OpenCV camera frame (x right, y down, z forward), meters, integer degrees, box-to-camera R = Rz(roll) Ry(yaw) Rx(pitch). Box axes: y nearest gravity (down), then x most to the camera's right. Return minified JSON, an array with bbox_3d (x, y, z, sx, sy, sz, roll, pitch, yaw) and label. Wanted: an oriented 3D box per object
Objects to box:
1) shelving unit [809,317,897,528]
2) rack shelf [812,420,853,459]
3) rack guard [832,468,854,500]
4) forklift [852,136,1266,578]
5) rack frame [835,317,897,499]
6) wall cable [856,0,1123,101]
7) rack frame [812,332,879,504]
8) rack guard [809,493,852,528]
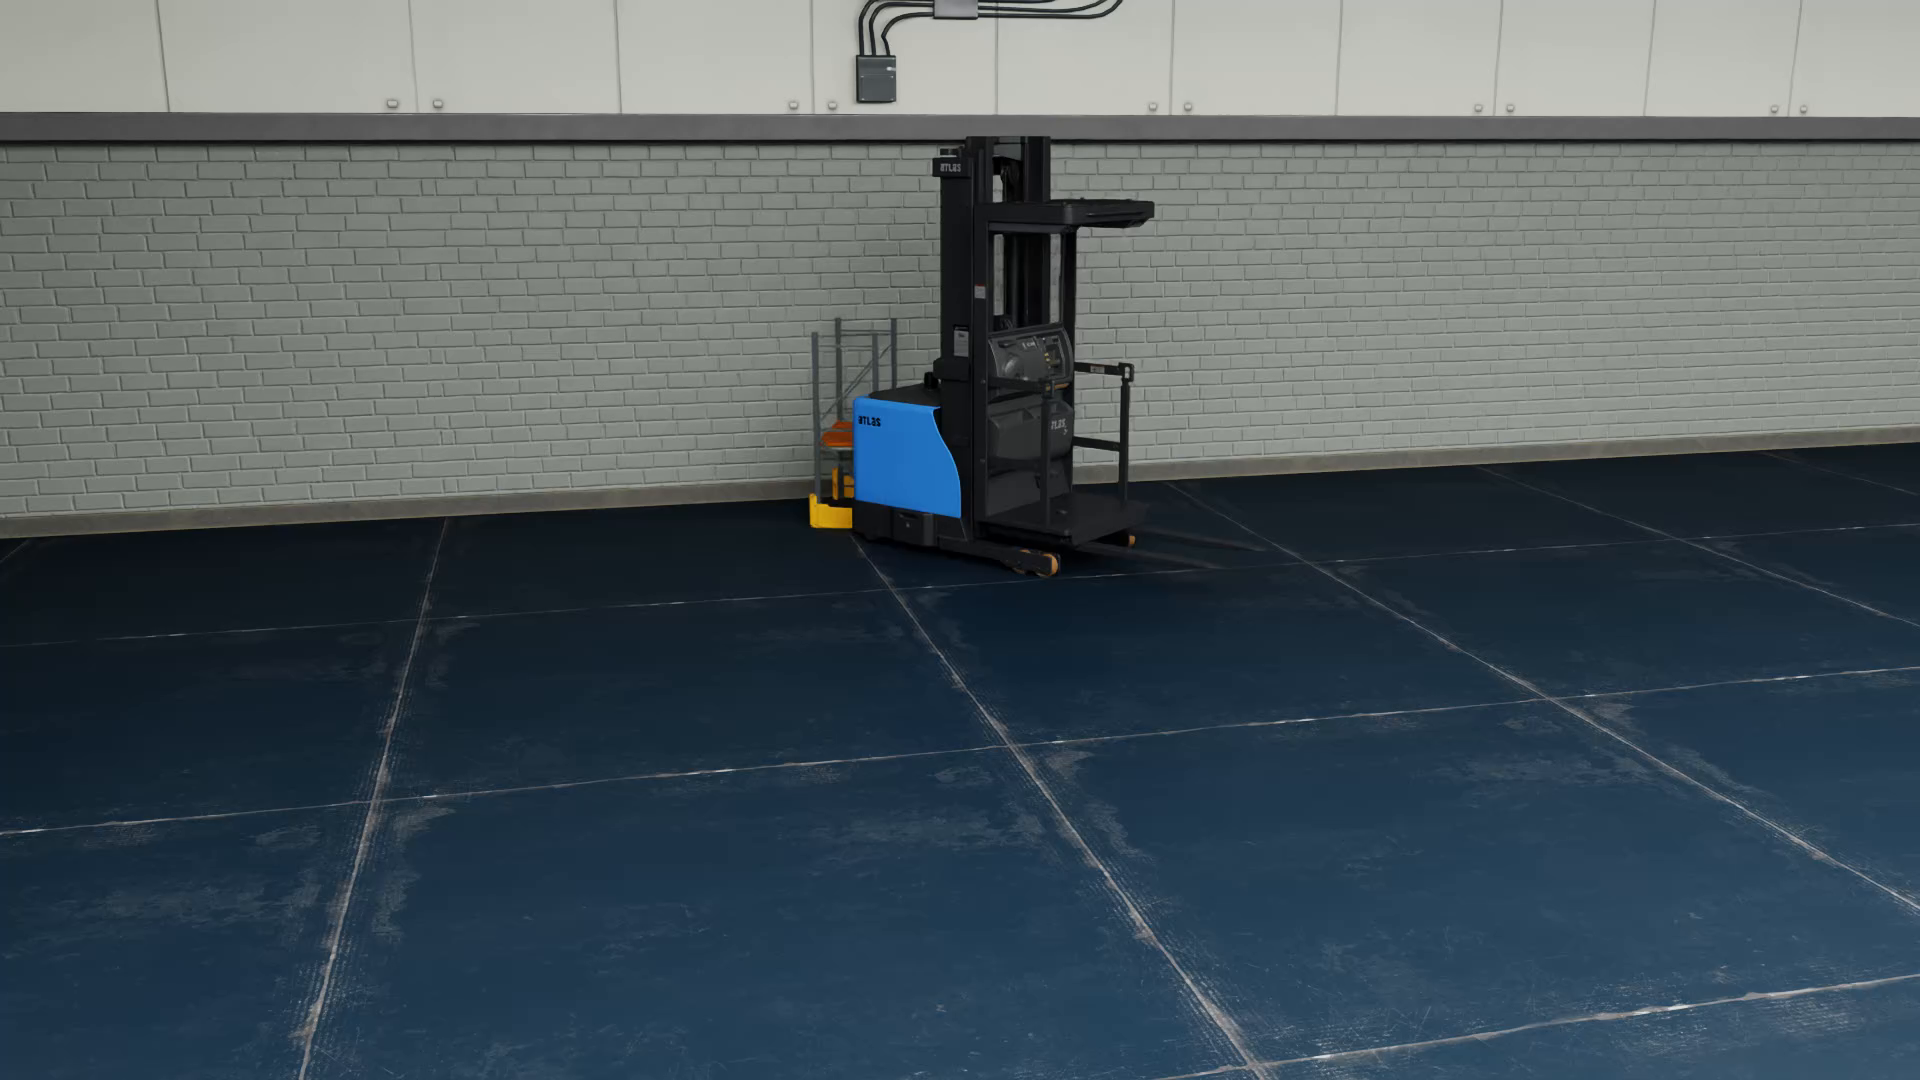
[{"bbox_3d":[-0.815,-0.950,13.154,0.587,1.500,1.083,1,14,6],"label":"shelving unit"},{"bbox_3d":[-0.814,-0.777,13.205,0.538,0.185,1.000,1,14,6],"label":"rack shelf"},{"bbox_3d":[-0.764,-0.460,13.783,0.587,0.250,0.087,1,14,6],"label":"rack guard"},{"bbox_3d":[0.670,-1.307,11.599,3.031,2.935,1.130,10,17,36],"label":"forklift"},{"bbox_3d":[-0.762,-1.072,13.654,0.500,1.500,0.032,1,14,6],"label":"rack frame"},{"bbox_3d":[0.312,-6.454,12.716,2.305,6.003,0.169,-3,14,-13],"label":"wall cable"},{"bbox_3d":[-0.866,-0.832,12.671,0.500,1.500,0.032,1,14,6],"label":"rack frame"},{"bbox_3d":[-0.865,-0.225,12.821,0.587,0.250,0.087,1,14,6],"label":"rack guard"}]
